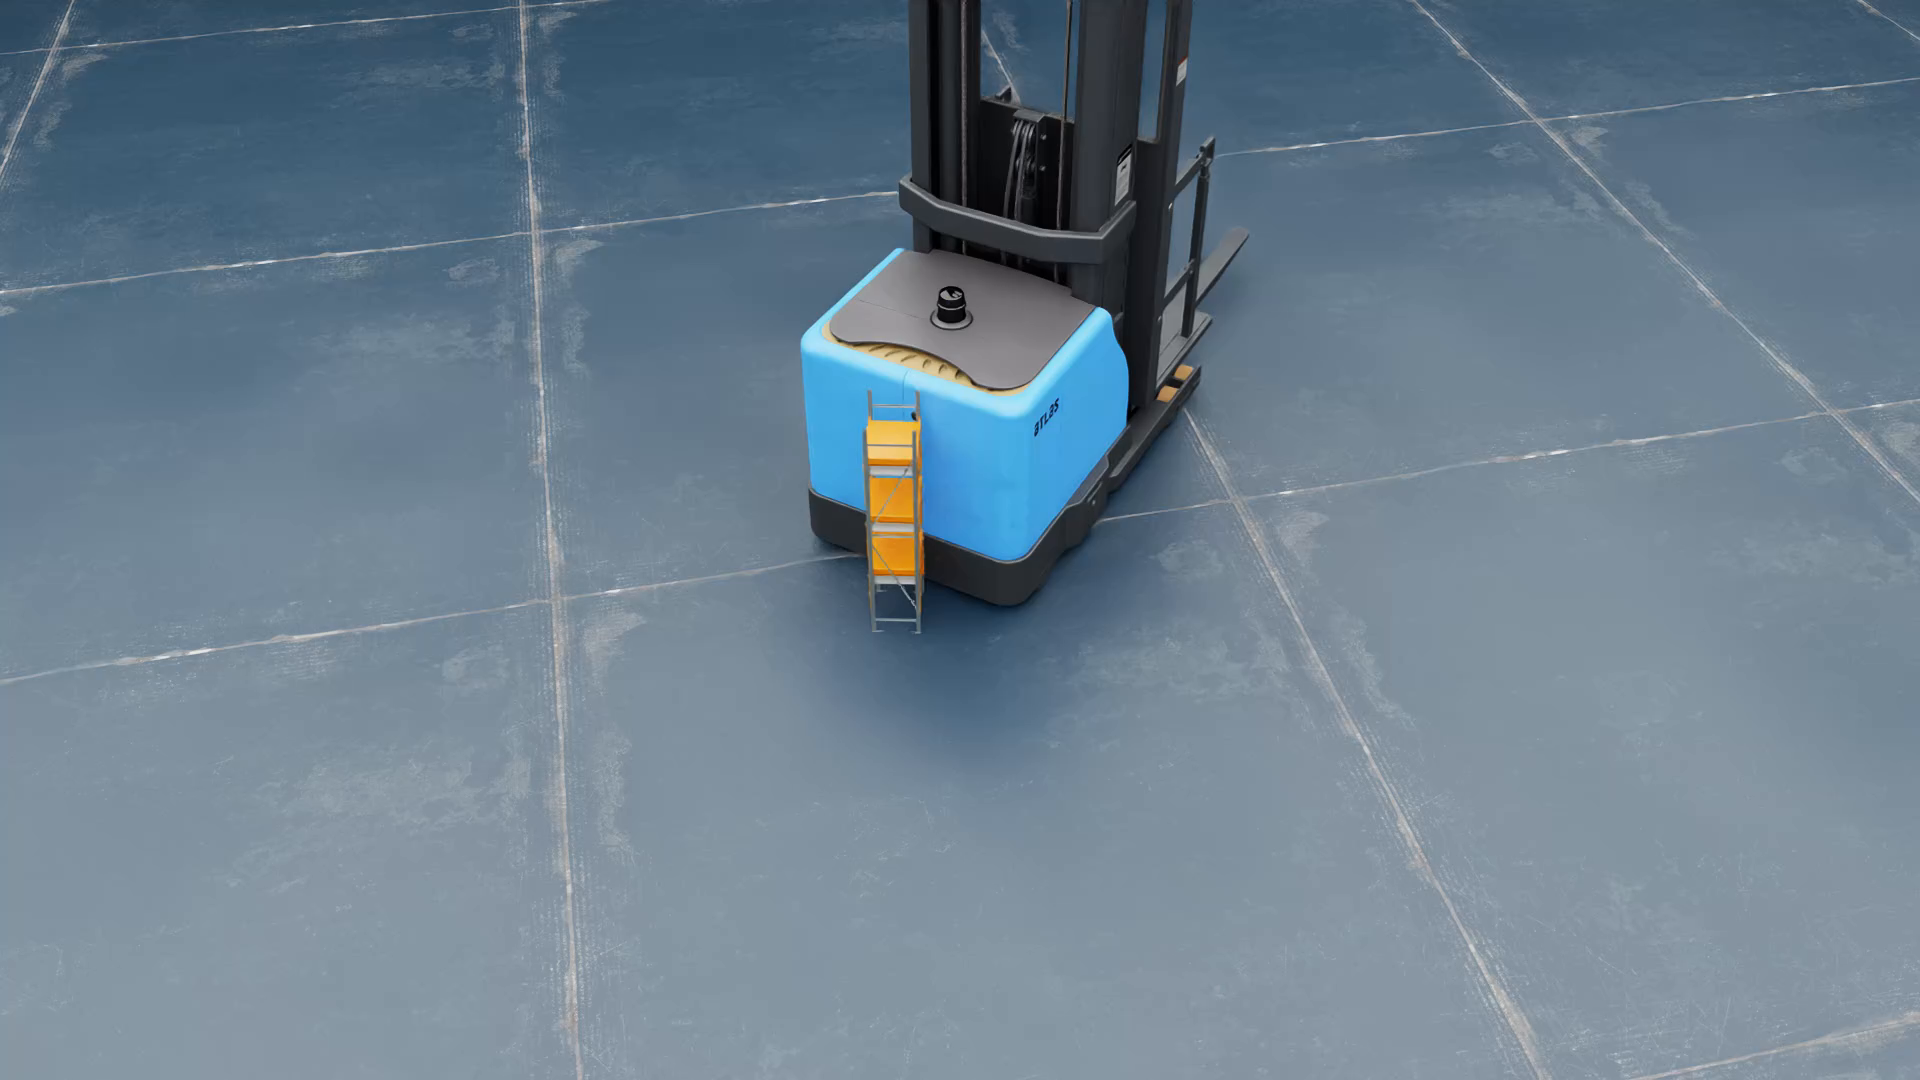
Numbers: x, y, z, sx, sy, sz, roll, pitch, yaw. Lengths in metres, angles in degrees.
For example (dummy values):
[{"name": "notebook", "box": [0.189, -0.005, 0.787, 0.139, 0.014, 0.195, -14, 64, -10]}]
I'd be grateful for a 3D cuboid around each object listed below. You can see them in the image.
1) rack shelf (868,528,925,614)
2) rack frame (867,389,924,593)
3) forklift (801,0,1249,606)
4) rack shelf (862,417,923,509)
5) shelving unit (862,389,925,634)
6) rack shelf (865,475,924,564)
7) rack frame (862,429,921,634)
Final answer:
[{"name": "rack shelf", "box": [-0.256, 0.123, 6.755, 0.215, 0.259, 0.240, 1, 42, 2]}, {"name": "rack frame", "box": [-0.252, -0.174, 6.655, 0.200, 1.050, 0.008, 1, 42, 2]}, {"name": "forklift", "box": [0.504, -1.793, 7.063, 1.130, 2.935, 3.031, 20, 45, 21]}, {"name": "rack shelf", "box": [-0.256, -0.297, 6.383, 0.215, 0.259, 0.240, 1, 42, 2]}, {"name": "shelving unit", "box": [-0.256, -0.093, 6.564, 0.215, 1.050, 0.252, 1, 42, 2]}, {"name": "rack shelf", "box": [-0.256, -0.085, 6.571, 0.215, 0.259, 0.240, 1, 42, 2]}, {"name": "rack frame", "box": [-0.261, -0.012, 6.473, 0.200, 1.050, 0.008, 1, 42, 2]}]
